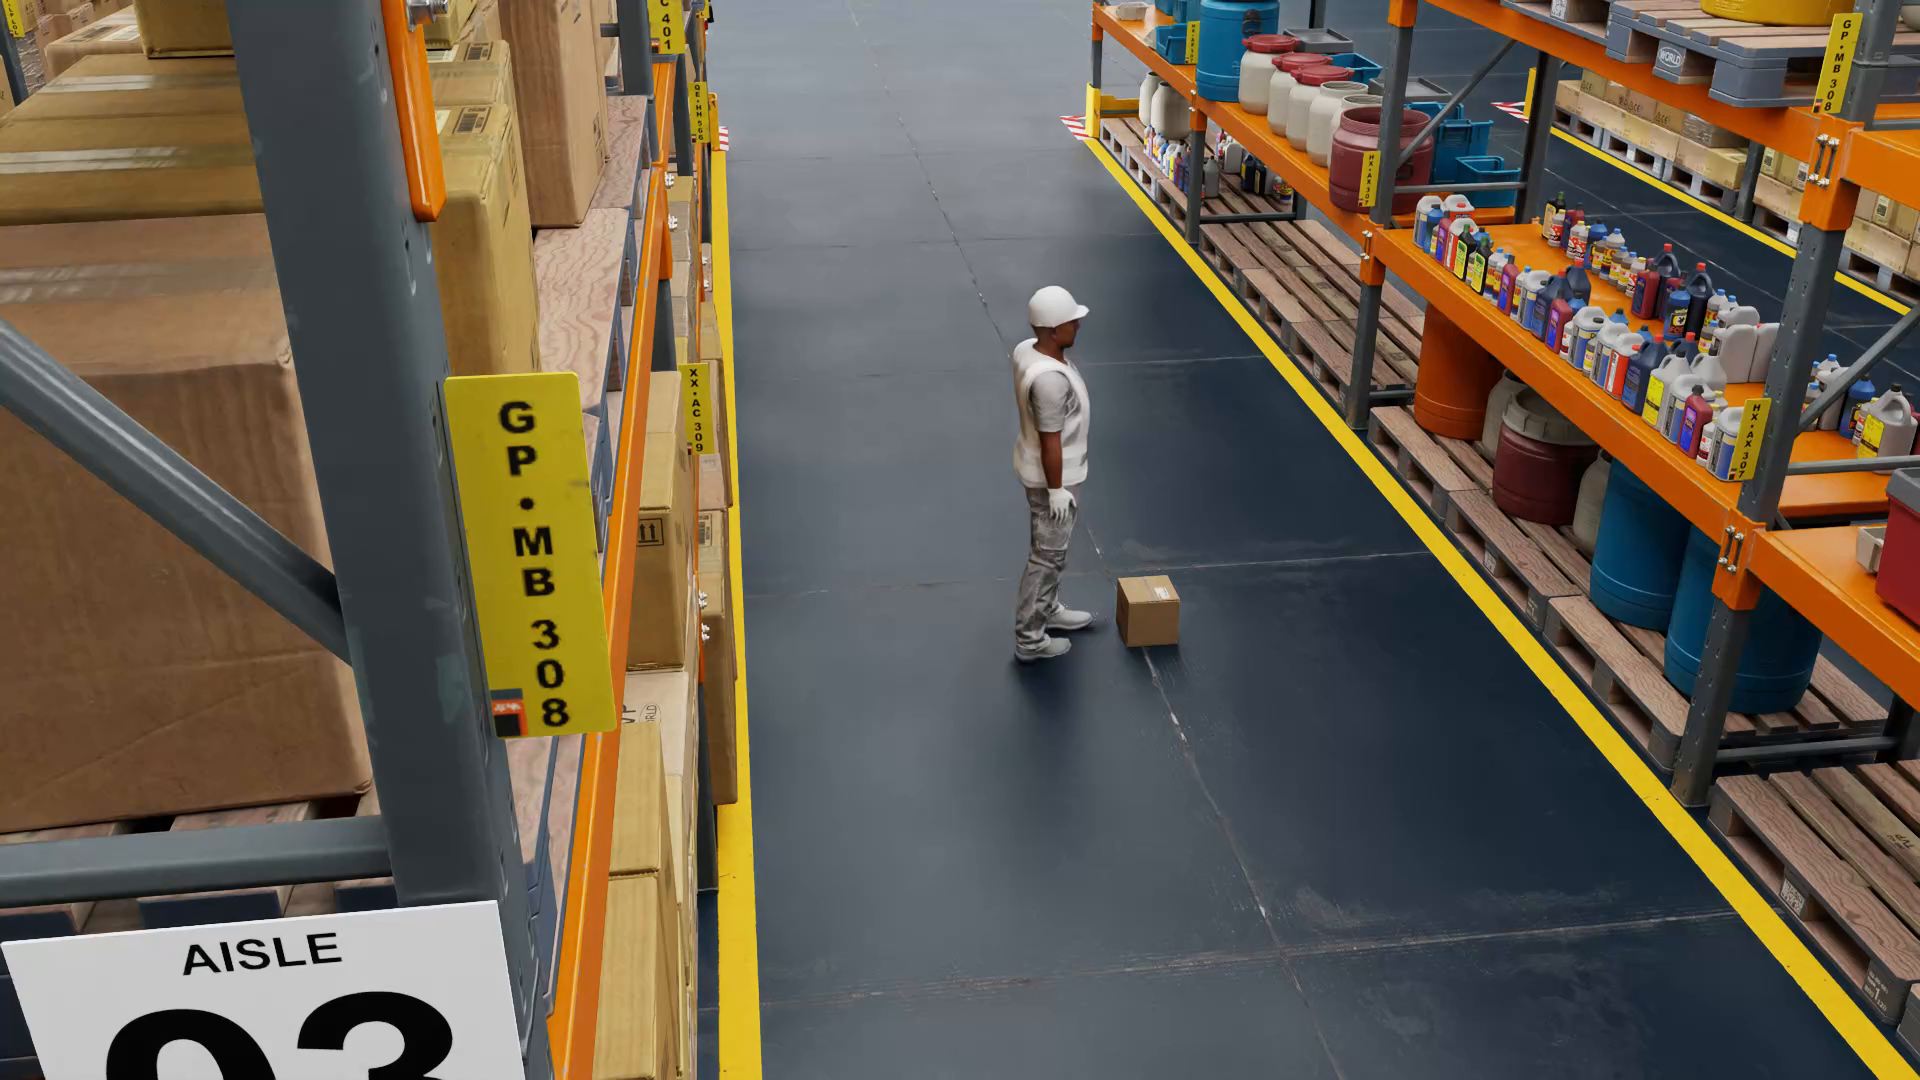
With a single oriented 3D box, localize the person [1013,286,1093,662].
[{"bbox_3d":[0.455,-0.309,7.721,0.424,1.801,0.553,-3,27,-5],"label":"person"}]
